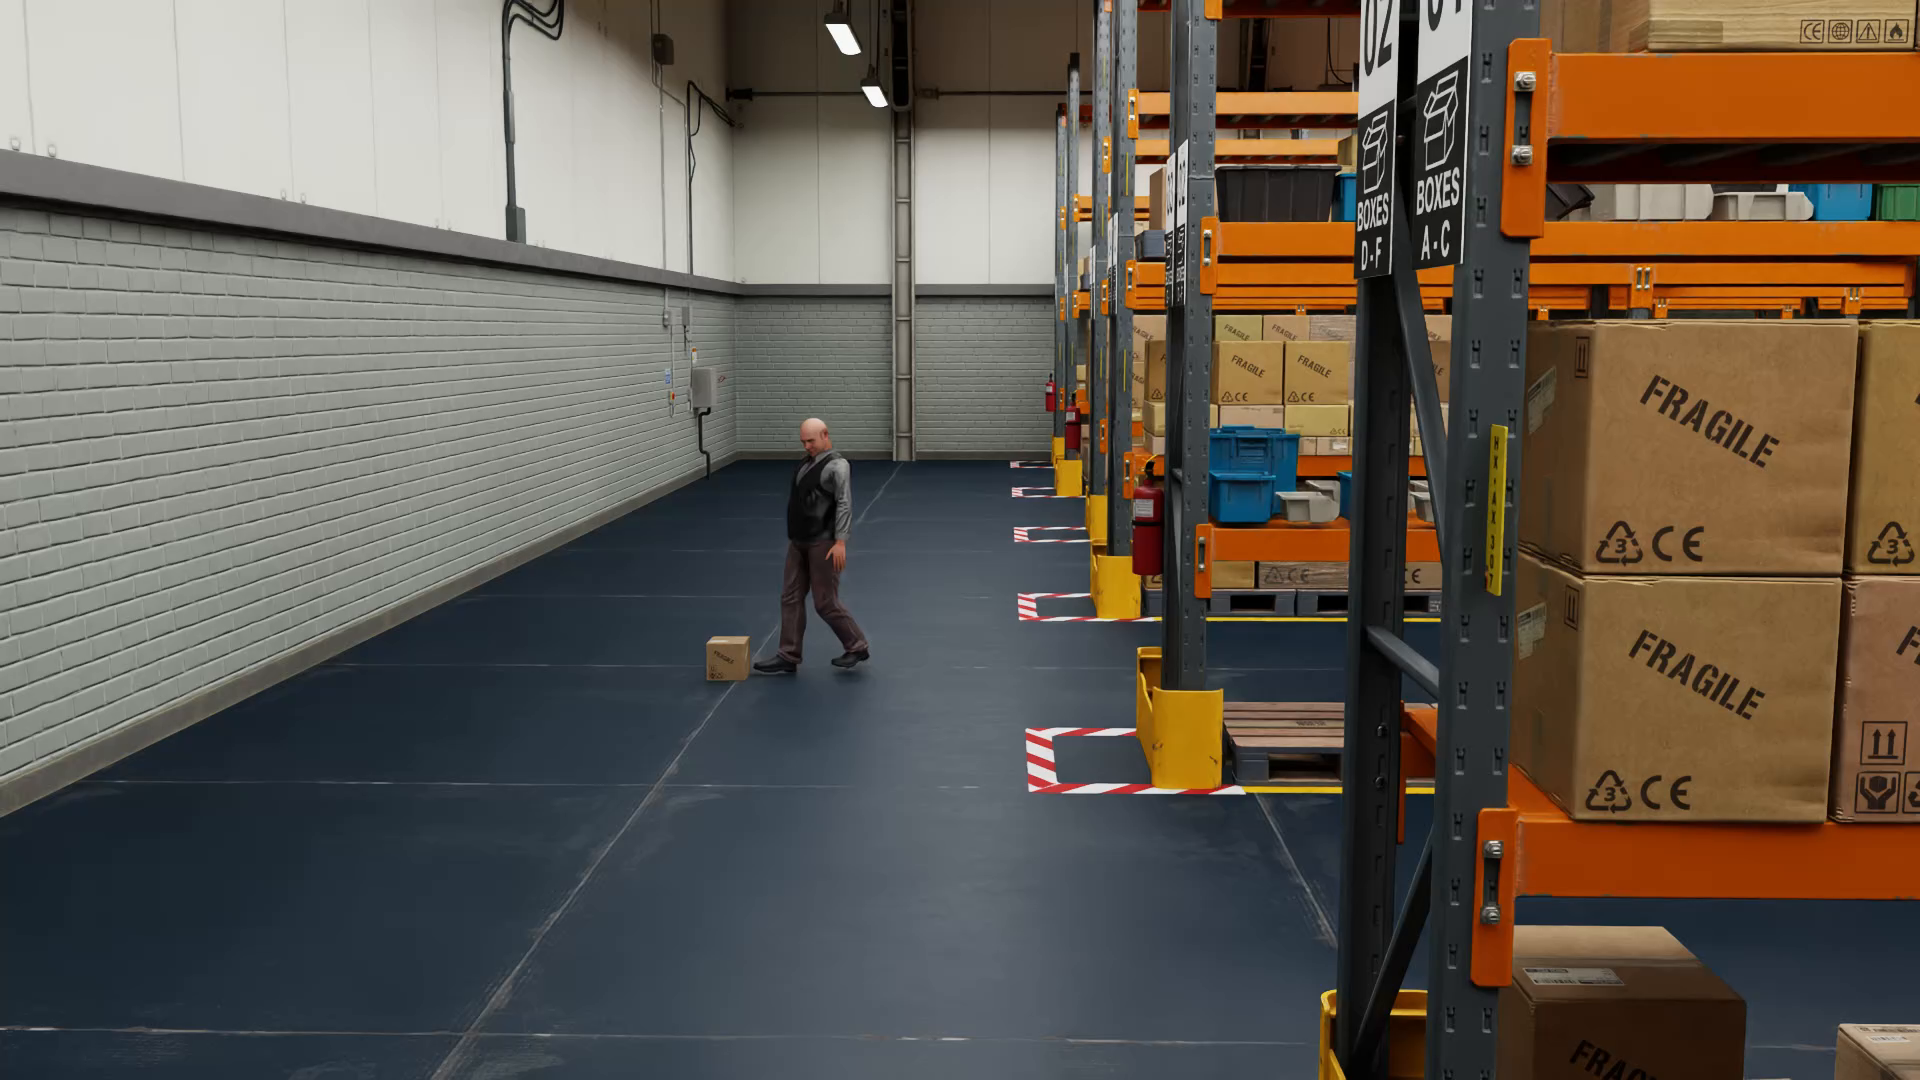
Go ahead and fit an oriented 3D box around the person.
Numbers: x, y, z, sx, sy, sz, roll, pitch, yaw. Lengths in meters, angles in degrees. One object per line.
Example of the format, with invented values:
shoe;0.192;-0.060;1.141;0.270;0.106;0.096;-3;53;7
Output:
person;-1.022;0.040;11.009;0.674;1.702;0.563;-4;8;-29
